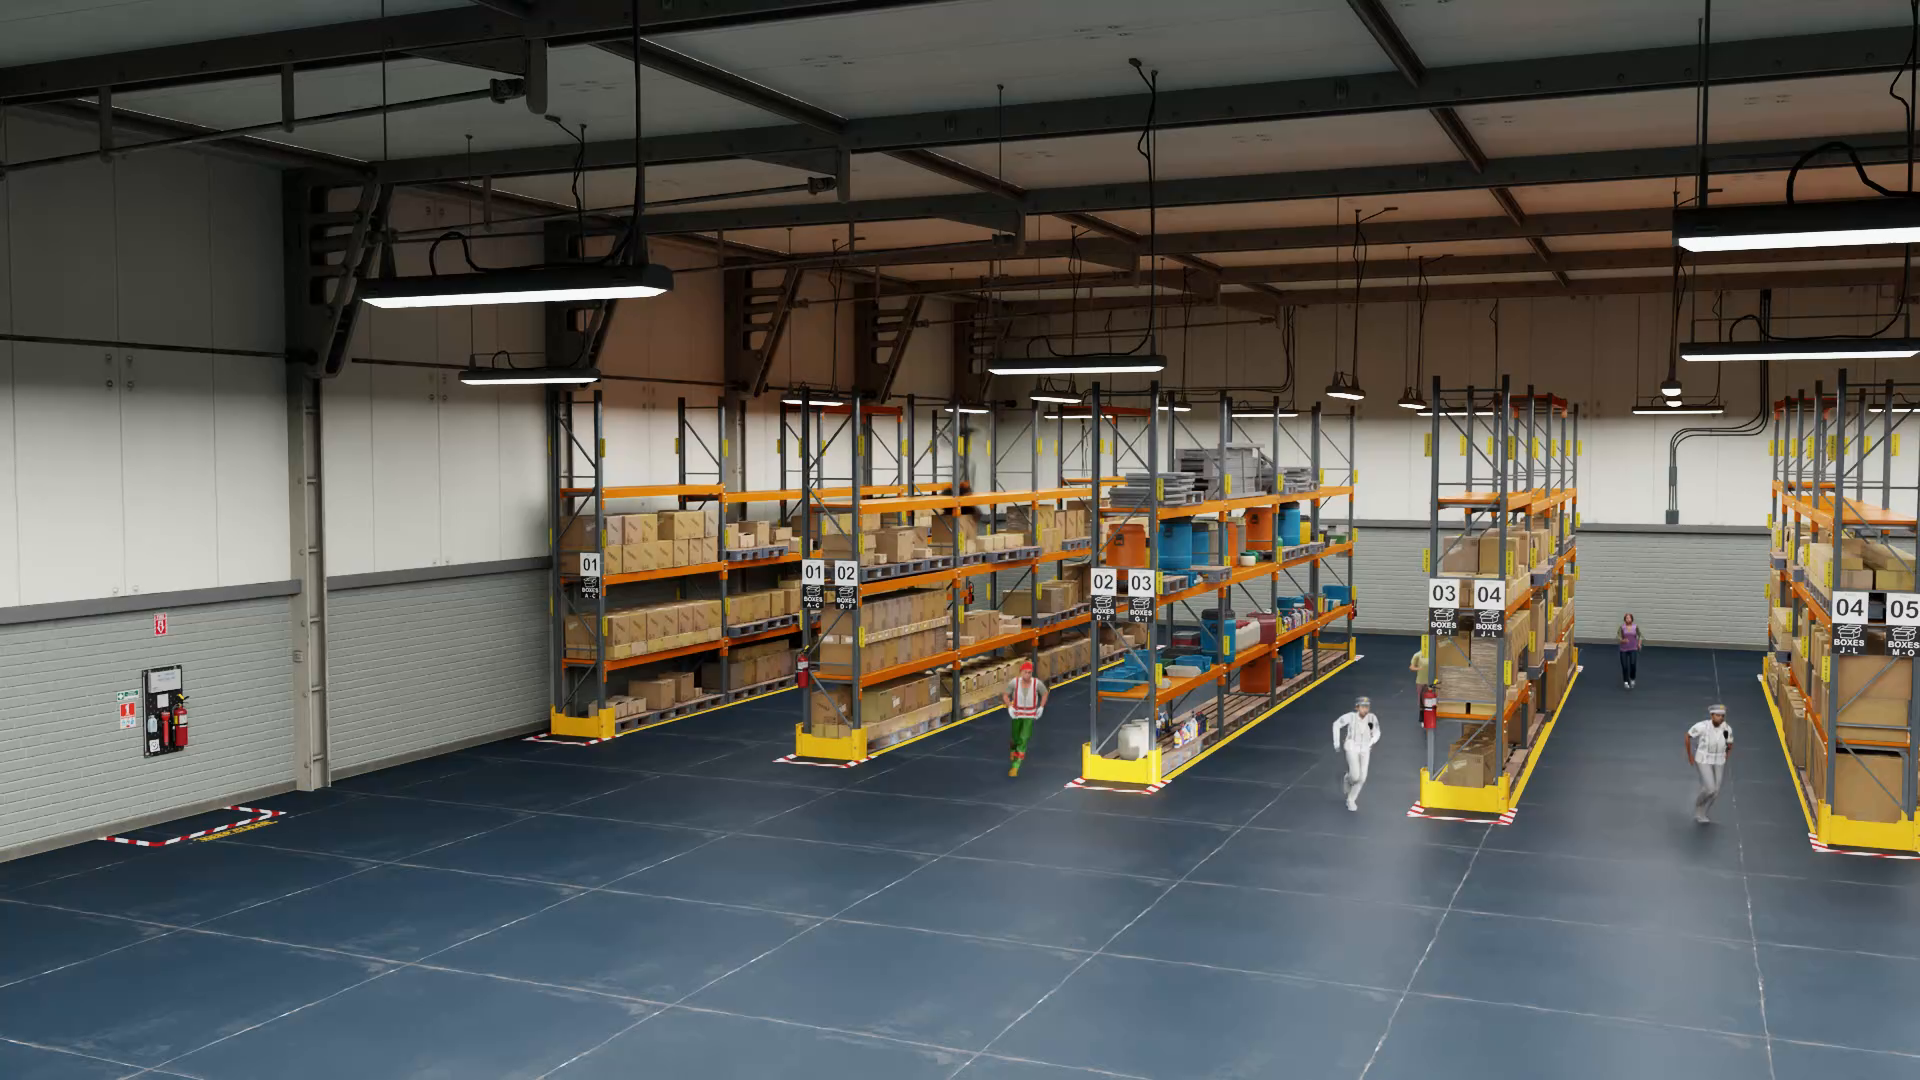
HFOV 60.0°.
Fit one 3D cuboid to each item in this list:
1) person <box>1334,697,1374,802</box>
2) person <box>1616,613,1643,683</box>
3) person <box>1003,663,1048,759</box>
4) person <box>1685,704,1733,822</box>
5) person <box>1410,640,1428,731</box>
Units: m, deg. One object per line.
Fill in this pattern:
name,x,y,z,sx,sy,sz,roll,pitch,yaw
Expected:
person,5.472,2.907,22.951,0.466,1.534,0.618,0,3,-9
person,13.855,2.249,34.426,0.512,1.476,0.636,1,3,22
person,-1.406,2.339,30.397,5.217,1.483,10.375,0,3,-2
person,9.960,2.962,22.020,0.541,1.621,0.657,0,3,-5
person,8.160,2.536,29.100,0.571,1.688,0.904,1,3,14
